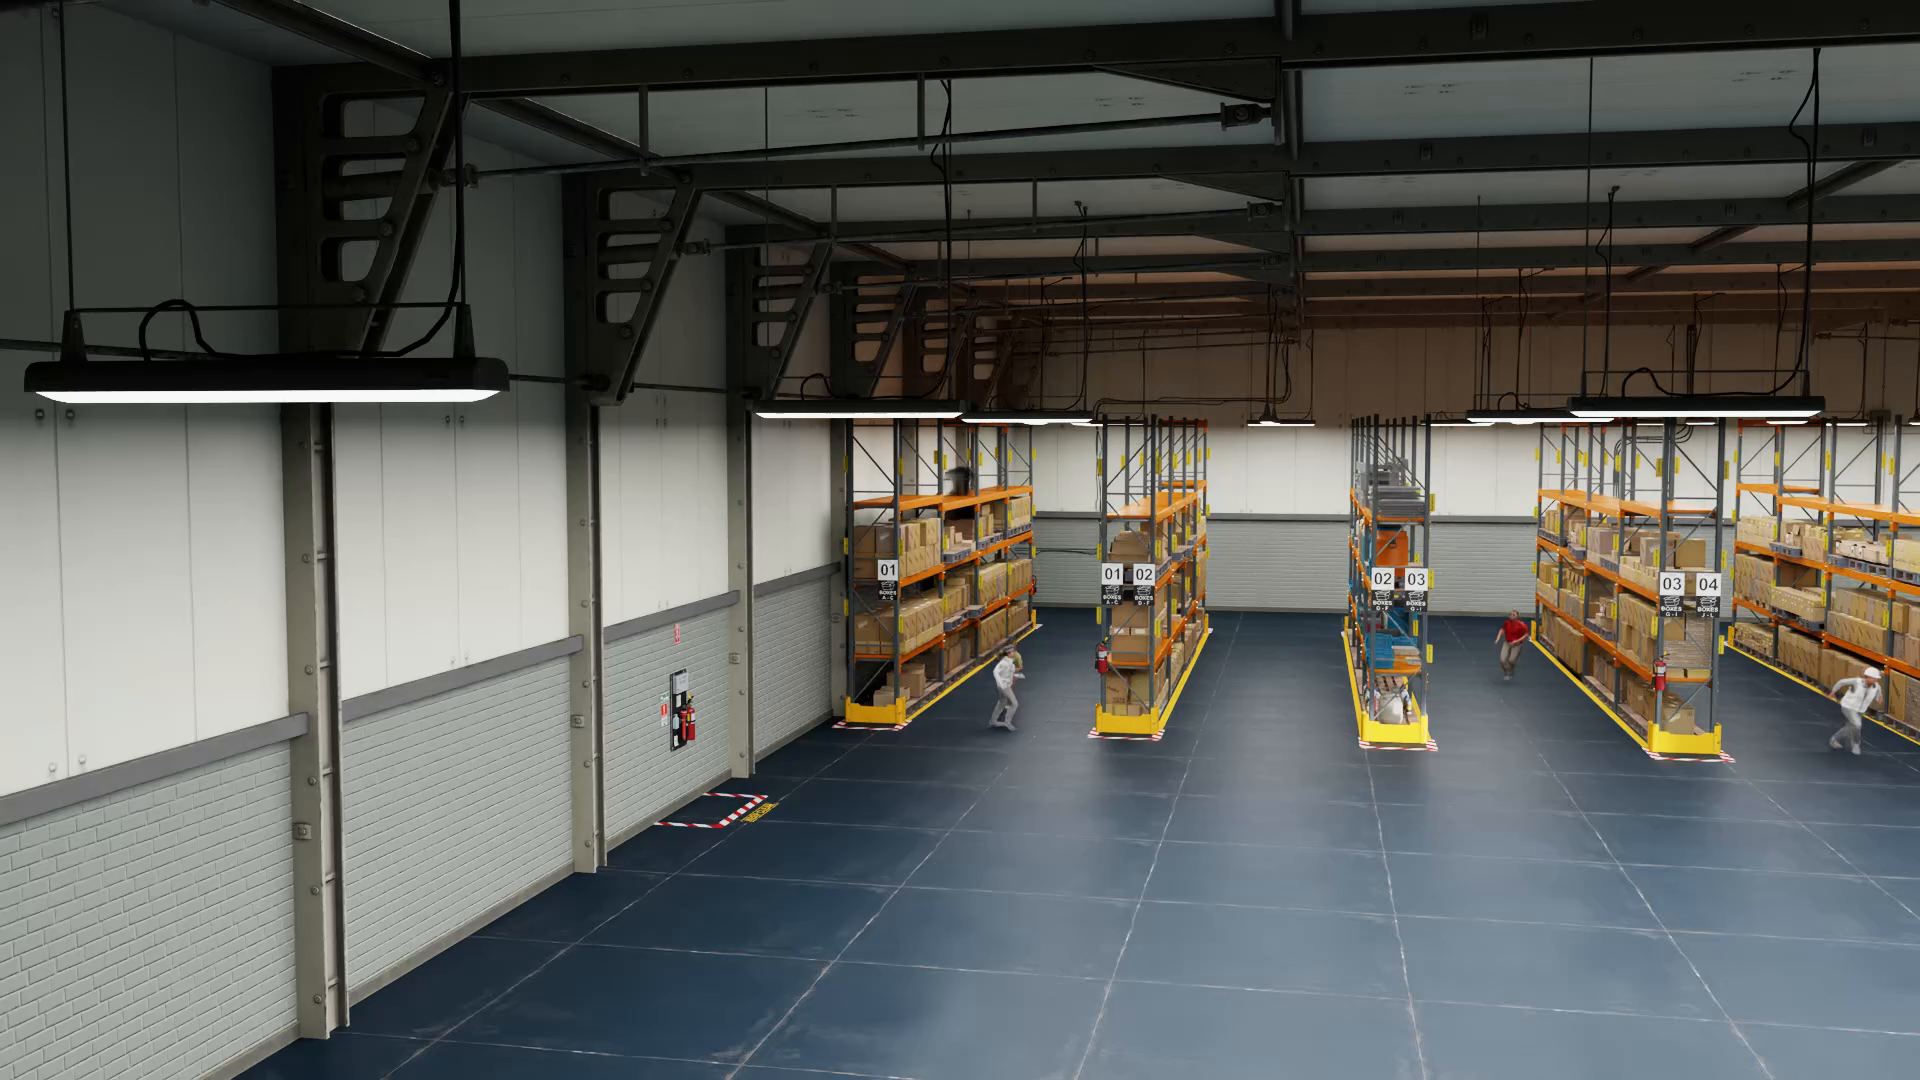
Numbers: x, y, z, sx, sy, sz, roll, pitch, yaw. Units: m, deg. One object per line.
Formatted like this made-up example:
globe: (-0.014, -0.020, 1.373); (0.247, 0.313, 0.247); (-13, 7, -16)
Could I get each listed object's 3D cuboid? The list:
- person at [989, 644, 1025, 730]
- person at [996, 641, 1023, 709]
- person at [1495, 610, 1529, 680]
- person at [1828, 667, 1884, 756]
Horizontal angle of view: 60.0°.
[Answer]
person: (0.871, 2.803, 31.531); (0.712, 1.687, 0.600); (1, 4, 10)
person: (0.993, 2.746, 33.754); (0.595, 1.448, 0.891); (1, 4, 9)
person: (12.618, 2.406, 37.930); (0.743, 1.637, 0.530); (3, 5, 37)
person: (15.765, 2.969, 29.236); (0.664, 1.568, 1.111); (0, 4, -7)
